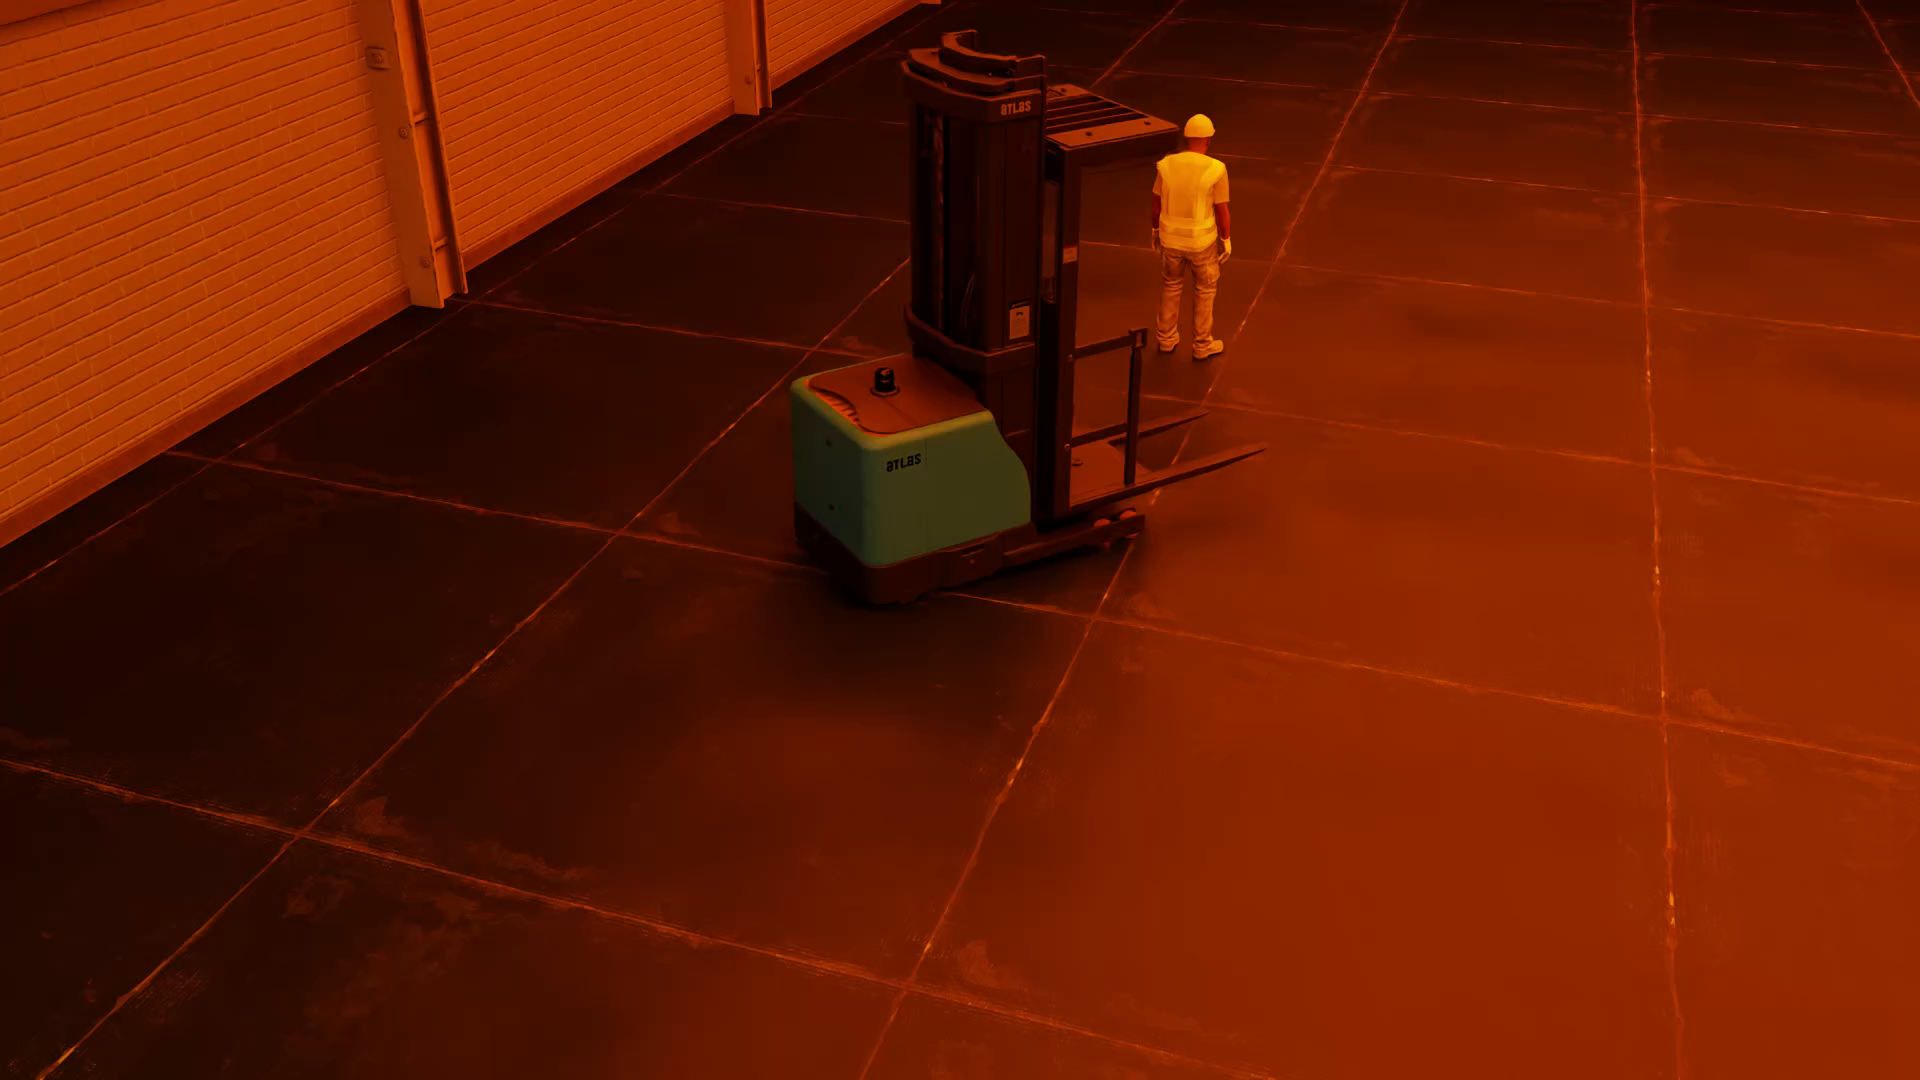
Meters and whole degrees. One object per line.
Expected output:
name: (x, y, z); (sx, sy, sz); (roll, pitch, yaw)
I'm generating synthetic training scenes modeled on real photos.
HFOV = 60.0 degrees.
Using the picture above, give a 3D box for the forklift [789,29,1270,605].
forklift: (0.530, -1.439, 9.661); (3.031, 2.935, 1.130); (-17, 34, -27)

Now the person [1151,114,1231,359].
person: (1.695, -2.217, 12.200); (0.616, 1.772, 0.453); (16, 33, 25)
